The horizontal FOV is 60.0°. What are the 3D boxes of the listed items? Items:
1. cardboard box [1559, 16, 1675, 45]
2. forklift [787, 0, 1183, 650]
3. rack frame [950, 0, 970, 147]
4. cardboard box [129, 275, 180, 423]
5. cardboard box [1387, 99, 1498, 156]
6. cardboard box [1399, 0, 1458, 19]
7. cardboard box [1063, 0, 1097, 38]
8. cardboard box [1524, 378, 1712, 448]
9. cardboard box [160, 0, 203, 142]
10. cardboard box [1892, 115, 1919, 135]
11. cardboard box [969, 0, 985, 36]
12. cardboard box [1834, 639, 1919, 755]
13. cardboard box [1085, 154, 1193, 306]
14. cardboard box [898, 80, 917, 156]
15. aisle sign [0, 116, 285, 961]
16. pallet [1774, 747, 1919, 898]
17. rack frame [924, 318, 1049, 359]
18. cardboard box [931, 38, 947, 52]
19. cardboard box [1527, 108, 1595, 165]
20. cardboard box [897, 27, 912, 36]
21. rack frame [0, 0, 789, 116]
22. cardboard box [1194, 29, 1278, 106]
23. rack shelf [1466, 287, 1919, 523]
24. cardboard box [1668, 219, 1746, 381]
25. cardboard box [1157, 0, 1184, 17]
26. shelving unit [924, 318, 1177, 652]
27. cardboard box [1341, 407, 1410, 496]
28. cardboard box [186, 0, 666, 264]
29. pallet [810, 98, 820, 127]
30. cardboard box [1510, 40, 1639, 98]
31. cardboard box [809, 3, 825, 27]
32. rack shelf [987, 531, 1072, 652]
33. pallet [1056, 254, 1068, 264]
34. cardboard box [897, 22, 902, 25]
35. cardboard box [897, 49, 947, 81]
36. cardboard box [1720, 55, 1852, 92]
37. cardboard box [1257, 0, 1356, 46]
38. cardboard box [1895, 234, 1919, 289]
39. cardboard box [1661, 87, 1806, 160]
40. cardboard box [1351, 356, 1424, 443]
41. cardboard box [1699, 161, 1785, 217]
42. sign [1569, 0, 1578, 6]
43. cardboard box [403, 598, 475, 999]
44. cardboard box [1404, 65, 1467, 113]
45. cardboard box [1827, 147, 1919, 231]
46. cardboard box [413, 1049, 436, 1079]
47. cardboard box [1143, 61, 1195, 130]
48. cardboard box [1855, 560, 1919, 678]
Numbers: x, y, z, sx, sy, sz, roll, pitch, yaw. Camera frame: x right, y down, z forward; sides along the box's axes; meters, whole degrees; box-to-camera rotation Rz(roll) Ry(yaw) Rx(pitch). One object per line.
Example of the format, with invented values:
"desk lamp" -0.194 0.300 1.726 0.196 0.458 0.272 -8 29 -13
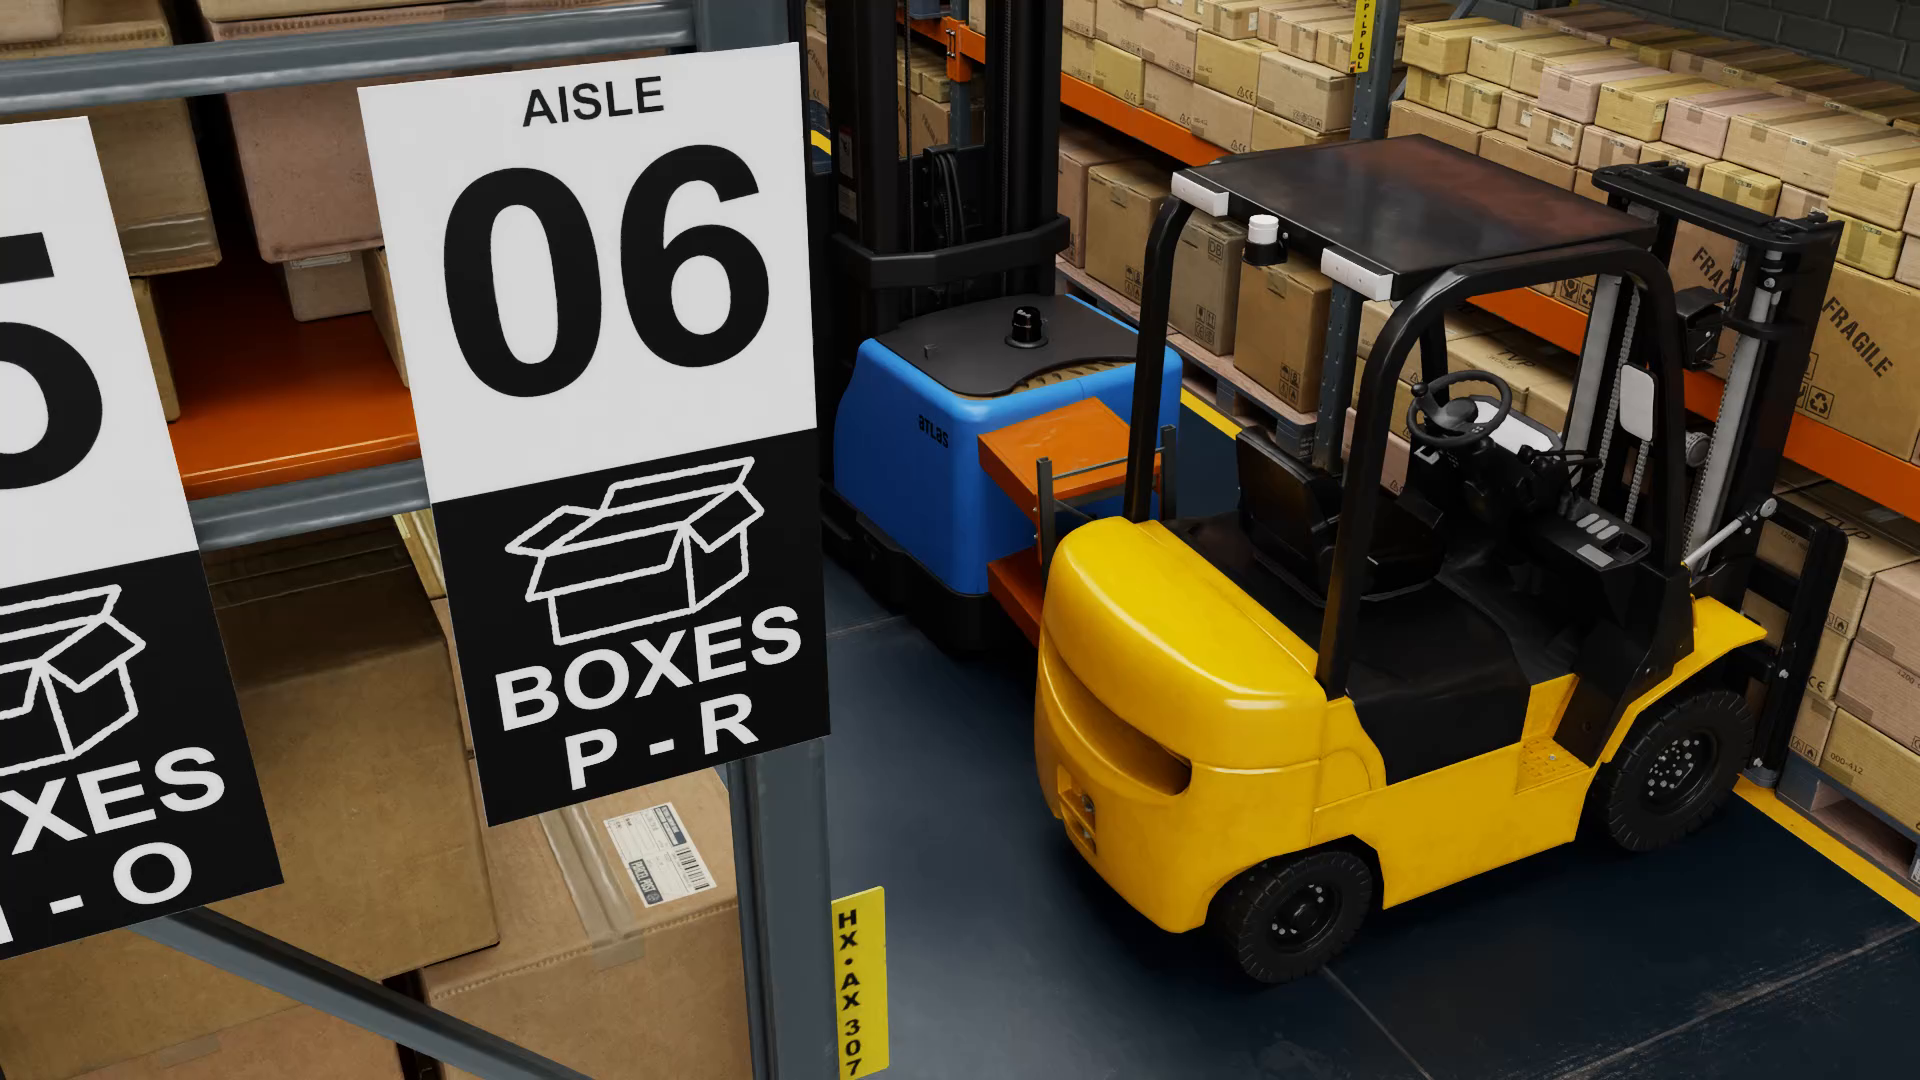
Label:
"cardboard box" 2.609 -1.976 6.637 0.380 0.149 0.250 -14 32 -23
"forklift" -0.326 -1.541 7.001 1.130 2.935 3.031 -17 33 -27
"rack frame" 0.412 -3.483 10.395 1.000 3.000 0.127 -13 32 -22
"cardboard box" -1.041 -0.203 1.736 0.380 0.149 0.250 -13 32 -22
"cardboard box" 2.084 -1.509 6.772 0.500 0.500 0.500 -14 32 -23
"cardboard box" 2.104 -2.373 7.649 0.380 0.149 0.250 -14 32 -24
"cardboard box" 0.804 -2.932 9.055 0.500 0.250 0.500 -14 32 -23
"cardboard box" 2.488 -0.411 6.277 0.500 0.250 0.500 -12 31 -20
"cardboard box" -1.301 -0.673 2.166 0.500 0.250 0.500 -14 32 -23
"cardboard box" 3.257 -1.288 5.411 0.380 0.149 0.250 -13 32 -22
"cardboard box" 0.382 -3.171 9.991 0.500 0.250 0.500 -13 32 -22
"cardboard box" 3.150 0.475 5.206 0.500 0.250 0.500 -13 32 -22
"cardboard box" 1.244 -1.768 9.335 0.875 0.625 0.625 -14 32 -24
"cardboard box" -0.169 -2.941 11.555 0.500 0.500 0.500 -14 32 -23
"aisle sign" -0.870 0.049 1.438 0.394 0.787 0.004 -13 32 -22
"pallet" 3.480 0.938 5.362 1.003 0.211 1.213 -13 32 -22
"rack frame" 0.140 -0.303 6.595 0.500 1.125 0.032 -15 33 -17
"cardboard box" 0.012 -3.616 12.094 0.380 0.149 0.250 -14 32 -23
"cardboard box" 2.317 -1.499 6.091 0.380 0.149 0.250 -12 32 -21
"cardboard box" -0.573 -3.616 12.095 0.380 0.149 0.250 -15 32 -24
"rack frame" -0.635 -1.522 0.764 1.000 3.000 0.127 -13 32 -22
"cardboard box" 1.460 -2.258 7.852 0.500 0.250 0.500 -14 32 -23
"rack shelf" 2.988 -0.519 5.845 1.077 0.370 4.000 -13 32 -22
"cardboard box" 2.738 -0.833 5.566 0.500 0.500 0.500 -13 32 -22
"cardboard box" 1.207 -2.706 8.243 0.380 0.149 0.250 -13 32 -22
"shelving unit" 0.331 -0.071 6.185 0.538 1.125 1.048 -15 33 -17
"cardboard box" 2.038 -0.417 7.309 0.500 0.250 0.500 -13 32 -21
"cardboard box" -0.610 -0.556 1.958 0.500 0.250 0.500 -14 32 -23
"pallet" -0.922 -3.683 13.602 1.003 0.211 1.213 -13 32 -22
"cardboard box" 2.310 -1.762 6.256 0.380 0.149 0.250 -14 32 -23
"cardboard box" -0.952 -4.077 12.916 0.380 0.149 0.250 -14 32 -23
"rack shelf" 0.348 0.138 6.312 0.538 0.278 1.000 -15 33 -17
"pallet" 0.730 -1.895 10.414 1.003 0.211 1.213 -13 32 -22
"cardboard box" -0.293 -3.961 12.711 0.380 0.149 0.250 -13 32 -21
"cardboard box" -0.247 -3.264 11.467 0.380 0.149 0.250 -14 32 -24
"cardboard box" 2.992 -1.645 6.048 0.380 0.149 0.250 -14 32 -23
"cardboard box" 1.597 -2.377 7.656 0.380 0.149 0.250 -13 32 -22
"cardboard box" 2.998 -0.824 4.888 0.380 0.149 0.250 -14 32 -24
"cardboard box" 2.623 -1.417 5.641 0.380 0.149 0.250 -13 32 -22
"cardboard box" 2.058 -0.640 7.195 0.500 0.250 0.500 -13 32 -22
"cardboard box" 2.674 -1.160 5.486 0.380 0.149 0.250 -14 32 -23
"sign" 2.630 -2.246 7.222 0.100 0.325 0.005 -13 32 -22
"cardboard box" -0.813 0.425 3.018 0.500 0.500 0.500 -12 31 -20
"cardboard box" 2.029 -1.847 6.711 0.380 0.149 0.250 -14 32 -23
"cardboard box" 2.864 -1.063 5.008 0.380 0.149 0.250 -12 32 -21
"cardboard box" -0.715 0.902 2.832 0.380 0.149 0.250 -13 32 -21
"cardboard box" 1.270 -2.265 8.376 0.500 0.250 0.500 -13 32 -22
"cardboard box" 3.143 0.268 5.064 0.500 0.250 0.500 -12 32 -21
